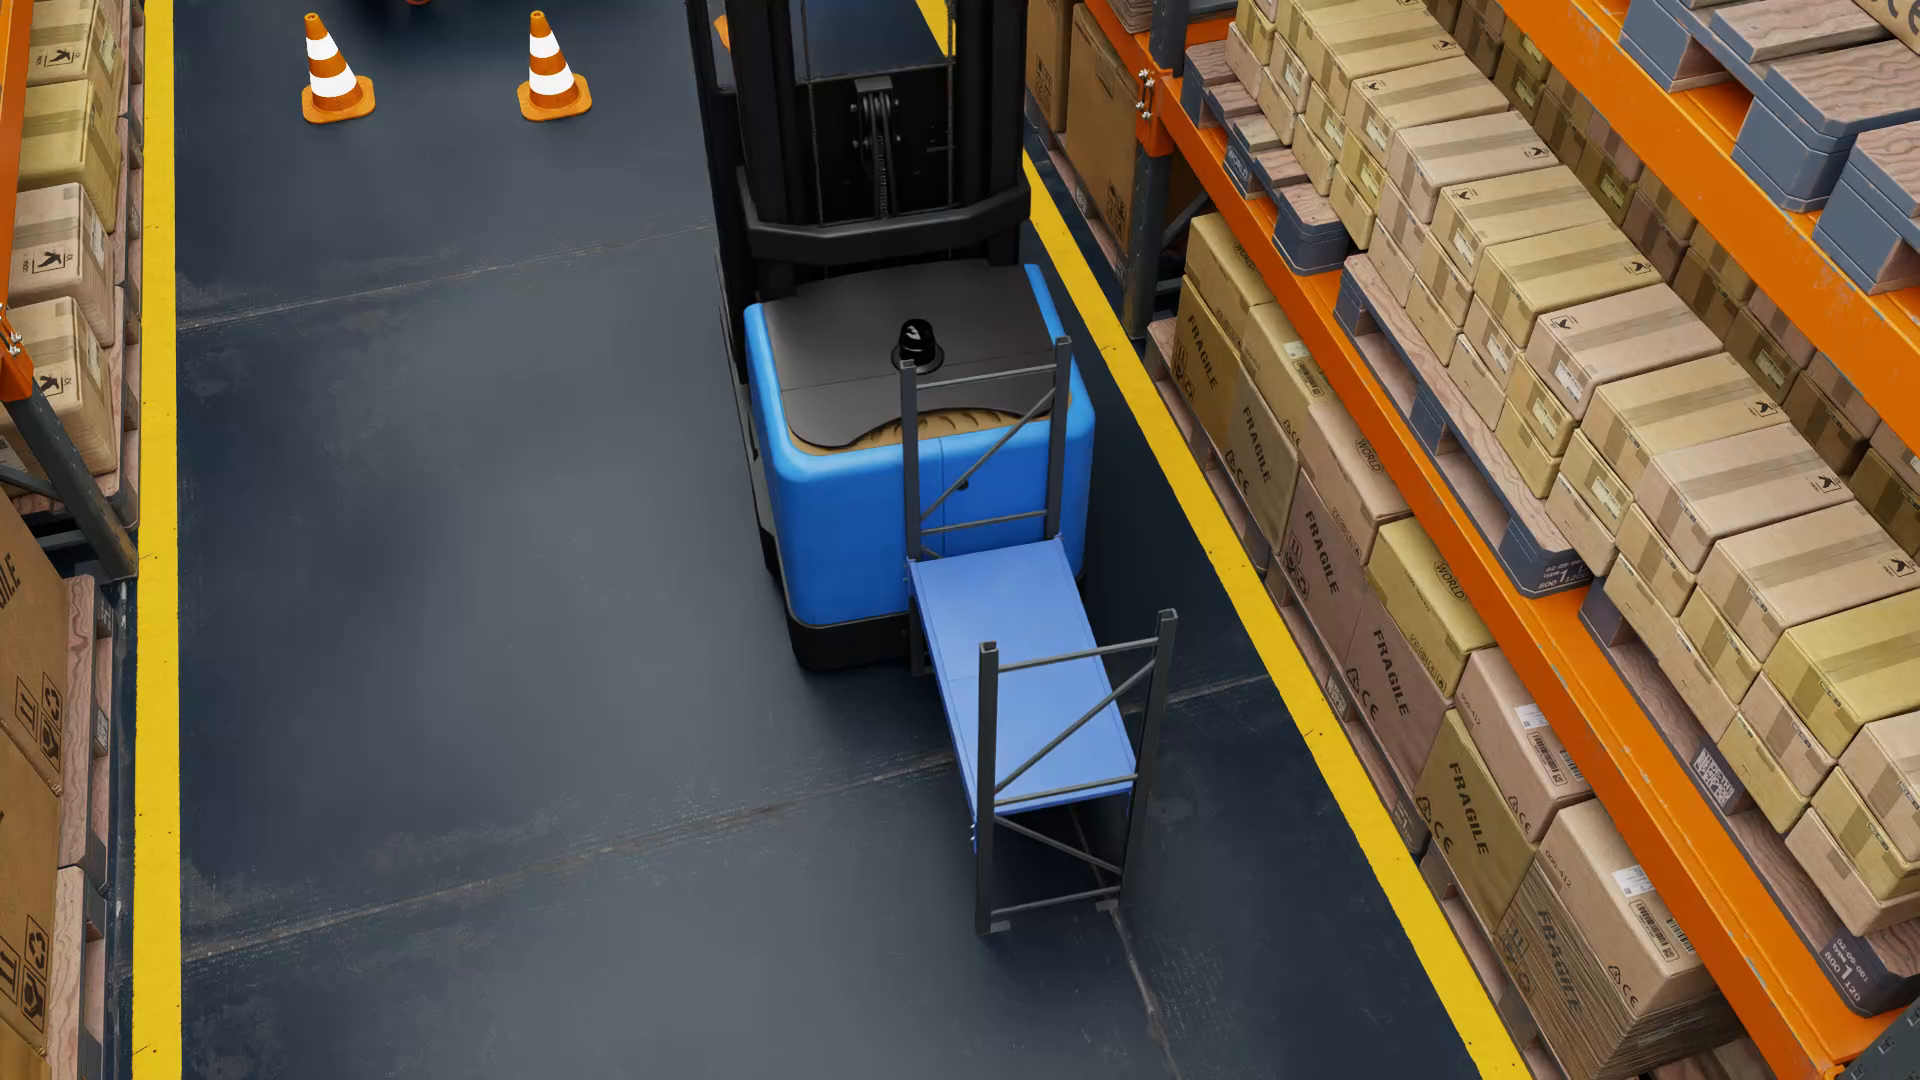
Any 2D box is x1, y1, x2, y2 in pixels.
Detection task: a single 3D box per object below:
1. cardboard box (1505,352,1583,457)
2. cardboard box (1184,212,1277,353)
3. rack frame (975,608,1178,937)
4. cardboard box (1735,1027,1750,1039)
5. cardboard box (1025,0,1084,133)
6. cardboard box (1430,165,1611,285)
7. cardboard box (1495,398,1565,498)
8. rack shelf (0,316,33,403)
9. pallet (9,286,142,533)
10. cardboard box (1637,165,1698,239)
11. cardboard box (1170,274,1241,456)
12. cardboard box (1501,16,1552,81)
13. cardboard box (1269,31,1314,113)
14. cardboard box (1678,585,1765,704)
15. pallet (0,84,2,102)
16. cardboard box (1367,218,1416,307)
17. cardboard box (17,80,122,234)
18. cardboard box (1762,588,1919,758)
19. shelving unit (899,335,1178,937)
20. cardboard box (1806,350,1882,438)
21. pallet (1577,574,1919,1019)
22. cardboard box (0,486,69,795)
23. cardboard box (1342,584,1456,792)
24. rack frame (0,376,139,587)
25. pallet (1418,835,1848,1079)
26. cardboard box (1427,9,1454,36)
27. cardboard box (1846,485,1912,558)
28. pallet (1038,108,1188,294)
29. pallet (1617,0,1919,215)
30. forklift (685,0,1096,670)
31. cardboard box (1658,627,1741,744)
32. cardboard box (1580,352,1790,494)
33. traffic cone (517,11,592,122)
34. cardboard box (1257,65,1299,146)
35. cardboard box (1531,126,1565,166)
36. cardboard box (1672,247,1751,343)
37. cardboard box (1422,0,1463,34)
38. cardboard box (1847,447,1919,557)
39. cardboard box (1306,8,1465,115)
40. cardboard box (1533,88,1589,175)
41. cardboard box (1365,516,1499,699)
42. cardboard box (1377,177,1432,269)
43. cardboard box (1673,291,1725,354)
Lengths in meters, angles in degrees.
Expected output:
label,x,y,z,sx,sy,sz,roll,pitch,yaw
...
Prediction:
label,x,y,z,sx,sy,sz,roll,pitch,yaw
cardboard box,1.658,-0.388,4.311,0.380,0.149,0.250,-13,51,-11
cardboard box,1.147,-0.965,5.971,0.500,0.250,0.500,-15,52,-13
rack frame,0.294,0.706,4.674,0.500,1.500,0.032,-10,51,-8
cardboard box,2.392,1.041,4.771,0.500,0.500,0.500,-12,51,-10
cardboard box,0.819,-2.465,7.563,1.050,0.750,0.750,-13,51,-10
cardboard box,1.516,-0.857,4.511,0.380,0.149,0.250,-12,51,-10
cardboard box,1.663,-0.281,4.414,0.380,0.149,0.250,-11,51,-9
rack shelf,-2.933,0.934,3.971,1.077,0.370,4.000,-13,51,-11
pallet,-3.754,-0.431,6.475,1.003,0.211,1.213,-13,51,-11
cardboard box,2.138,-0.998,4.630,0.380,0.149,0.250,-11,51,-9
cardboard box,1.140,-0.707,6.244,0.500,0.500,0.500,-15,52,-13
cardboard box,1.907,-1.568,5.111,0.380,0.149,0.250,-12,51,-10
cardboard box,1.208,-1.506,5.253,0.380,0.149,0.250,-11,51,-9
cardboard box,1.902,0.200,3.815,0.380,0.149,0.250,-11,51,-9
pallet,-3.837,-1.193,5.419,1.213,0.211,1.003,-13,51,-11
cardboard box,1.436,-0.850,4.894,0.380,0.149,0.250,-12,51,-10
cardboard box,-4.126,-1.554,7.042,0.950,0.372,0.625,-12,51,-10
cardboard box,1.972,0.279,3.554,0.380,0.149,0.250,-15,51,-12
shelving unit,0.185,0.326,4.994,0.538,1.500,1.048,-10,51,-8
cardboard box,2.371,-0.428,4.149,0.380,0.149,0.250,-14,51,-11
pallet,2.270,0.441,4.042,1.003,0.211,1.213,-13,51,-11
cardboard box,-3.399,0.314,5.138,0.875,0.875,0.875,-14,51,-11
cardboard box,1.599,0.406,5.306,0.500,0.500,0.500,-14,51,-12
rack frame,-3.524,-0.759,4.928,1.000,3.000,0.127,-13,51,-11
pallet,2.126,1.300,5.016,1.003,0.211,1.213,-13,51,-11
cardboard box,1.760,-1.750,5.653,0.380,0.149,0.250,-13,51,-10
cardboard box,2.449,-0.044,4.215,0.380,0.149,0.250,-13,51,-11
pallet,1.013,-1.646,7.499,1.003,0.211,1.213,-13,51,-11
pallet,1.967,-1.168,3.434,1.213,0.211,1.003,-13,51,-11
forklift,-0.376,-1.648,5.722,1.130,2.935,3.031,-10,51,-8
cardboard box,1.902,0.298,3.926,0.380,0.149,0.250,-13,51,-11
cardboard box,1.750,-0.282,4.027,0.380,0.149,0.250,-15,51,-12
traffic cone,-1.962,-2.287,7.876,0.336,0.463,0.334,-13,51,-11
cardboard box,1.193,-1.438,5.390,0.380,0.149,0.250,-11,51,-9
cardboard box,1.978,-1.197,5.187,0.380,0.149,0.250,-14,51,-11
cardboard box,2.216,-0.714,4.585,0.380,0.149,0.250,-14,51,-12
cardboard box,1.756,-1.844,5.538,0.380,0.149,0.250,-12,51,-10
cardboard box,2.448,-0.139,4.100,0.380,0.149,0.250,-15,52,-13
cardboard box,1.276,-1.441,5.003,0.380,0.149,0.250,-14,51,-11
cardboard box,1.990,-1.275,5.058,0.380,0.149,0.250,-13,51,-11
cardboard box,1.587,0.150,5.031,0.500,0.250,0.500,-15,52,-13
cardboard box,1.438,-0.945,4.780,0.380,0.149,0.250,-13,51,-11
cardboard box,2.218,-0.613,4.695,0.380,0.149,0.250,-15,52,-13
